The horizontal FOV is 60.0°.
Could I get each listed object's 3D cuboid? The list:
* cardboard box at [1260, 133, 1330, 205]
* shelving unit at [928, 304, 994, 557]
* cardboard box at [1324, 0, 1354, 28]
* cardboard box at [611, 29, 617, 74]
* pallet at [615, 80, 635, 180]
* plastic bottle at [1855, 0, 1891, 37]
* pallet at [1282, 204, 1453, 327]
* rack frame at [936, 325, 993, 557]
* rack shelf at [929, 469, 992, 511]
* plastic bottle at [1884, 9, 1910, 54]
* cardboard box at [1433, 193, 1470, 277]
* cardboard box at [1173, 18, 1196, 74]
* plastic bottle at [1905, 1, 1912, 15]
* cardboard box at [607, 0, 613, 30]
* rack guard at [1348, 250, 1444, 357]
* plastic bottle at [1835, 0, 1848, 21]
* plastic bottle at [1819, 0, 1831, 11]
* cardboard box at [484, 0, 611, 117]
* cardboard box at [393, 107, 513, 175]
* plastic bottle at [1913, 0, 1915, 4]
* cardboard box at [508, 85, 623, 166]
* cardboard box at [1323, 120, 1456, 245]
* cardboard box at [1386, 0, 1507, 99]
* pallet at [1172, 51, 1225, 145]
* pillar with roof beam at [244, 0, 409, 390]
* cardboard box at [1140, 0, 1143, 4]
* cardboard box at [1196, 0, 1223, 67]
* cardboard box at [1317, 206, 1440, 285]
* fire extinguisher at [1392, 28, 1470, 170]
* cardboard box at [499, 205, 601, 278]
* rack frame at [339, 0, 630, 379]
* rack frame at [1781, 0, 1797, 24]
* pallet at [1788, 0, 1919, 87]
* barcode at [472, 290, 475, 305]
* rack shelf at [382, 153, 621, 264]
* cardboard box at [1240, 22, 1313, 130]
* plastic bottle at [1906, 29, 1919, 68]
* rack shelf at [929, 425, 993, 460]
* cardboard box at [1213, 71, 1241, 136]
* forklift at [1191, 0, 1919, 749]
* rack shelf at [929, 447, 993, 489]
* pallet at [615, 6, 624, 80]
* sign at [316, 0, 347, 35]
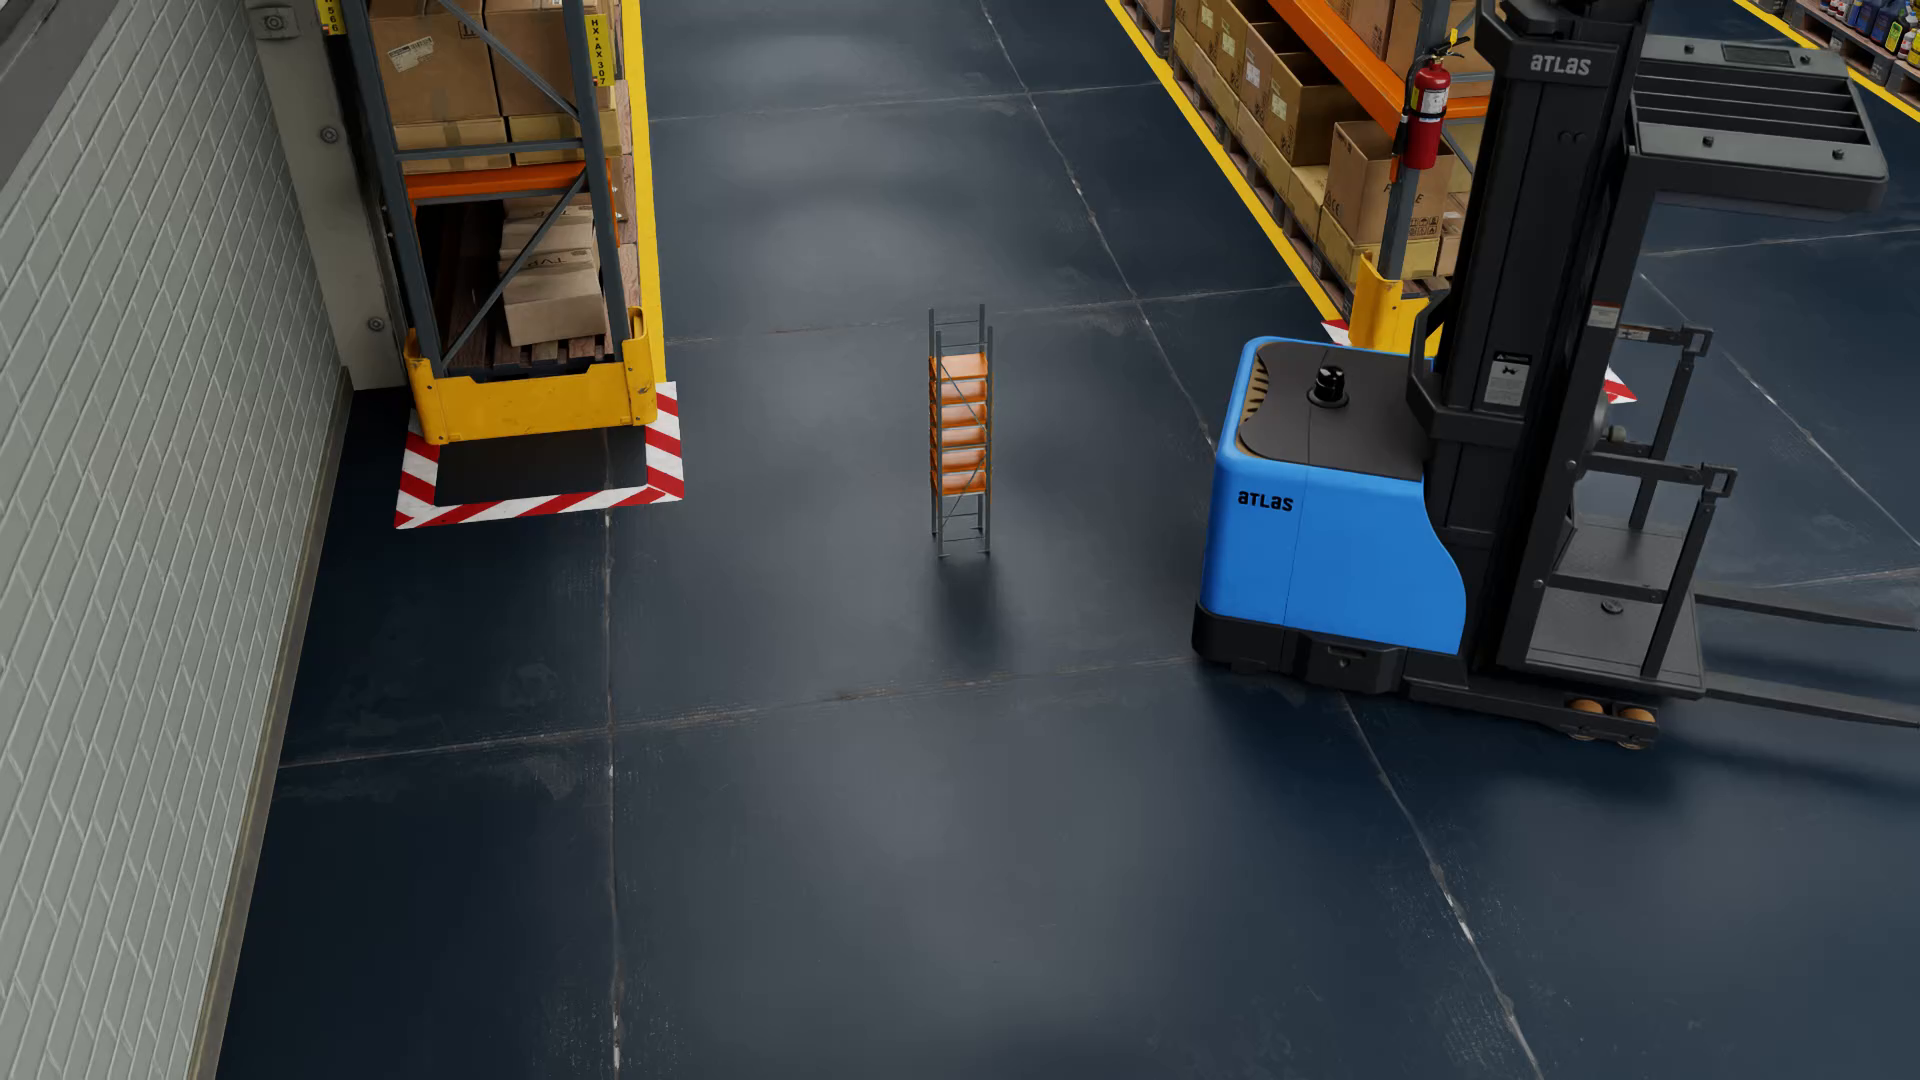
[{"bbox_3d":[2.162,-2.287,10.147,0.500,0.250,0.500,-6,38,-8],"label":"cardboard box"},{"bbox_3d":[0.003,-0.465,7.371,0.258,1.200,0.189,-6,38,-8],"label":"shelving unit"},{"bbox_3d":[2.488,-3.252,9.410,0.700,0.500,0.500,-6,38,-8],"label":"cardboard box"},{"bbox_3d":[-2.102,-2.675,8.854,0.500,0.250,0.500,-7,38,-9],"label":"cardboard box"},{"bbox_3d":[-2.689,-2.690,11.040,1.003,0.211,1.213,-6,38,-8],"label":"pallet"},{"bbox_3d":[6.645,-3.854,12.066,0.144,0.351,0.185,-5,38,-7],"label":"plastic bottle"},{"bbox_3d":[2.561,-1.668,9.725,1.003,0.211,1.213,-6,38,-8],"label":"pallet"},{"bbox_3d":[0.019,-0.410,7.300,0.240,1.200,0.006,-6,38,-8],"label":"rack frame"},{"bbox_3d":[0.003,-0.240,7.545,0.258,0.103,0.180,-6,38,-8],"label":"rack shelf"},{"bbox_3d":[6.666,-3.609,11.806,0.061,0.283,0.133,-5,38,-6],"label":"plastic bottle"},{"bbox_3d":[2.861,-1.740,9.443,0.500,0.250,0.500,-6,38,-8],"label":"cardboard box"},{"bbox_3d":[1.817,-3.495,11.703,0.500,0.250,0.500,-6,38,-8],"label":"cardboard box"},{"bbox_3d":[6.789,-3.748,11.995,0.097,0.271,0.097,0,38,0],"label":"plastic bottle"},{"bbox_3d":[-2.090,-2.955,8.603,0.500,0.500,0.500,-7,38,-9],"label":"cardboard box"},{"bbox_3d":[2.740,-1.310,9.029,1.175,0.500,0.348,-6,38,-8],"label":"rack guard"},{"bbox_3d":[6.572,-3.965,12.331,0.097,0.201,0.097,0,38,0],"label":"plastic bottle"},{"bbox_3d":[6.536,-4.115,12.467,0.097,0.271,0.097,0,38,0],"label":"plastic bottle"},{"bbox_3d":[-1.928,-2.342,7.815,0.500,0.500,0.500,-6,38,-8],"label":"cardboard box"},{"bbox_3d":[-2.413,-1.987,7.969,0.500,0.250,0.500,-6,38,-7],"label":"cardboard box"},{"bbox_3d":[7.282,-4.142,12.558,0.097,0.201,0.097,0,38,0],"label":"plastic bottle"},{"bbox_3d":[-1.913,-2.055,8.056,0.500,0.250,0.500,-7,38,-9],"label":"cardboard box"},{"bbox_3d":[2.349,-1.980,9.141,0.500,0.500,0.500,-6,38,-8],"label":"cardboard box"},{"bbox_3d":[2.667,-2.635,8.615,0.700,0.500,0.500,-6,38,-8],"label":"cardboard box"},{"bbox_3d":[2.133,-3.142,11.622,1.003,0.211,1.213,-6,38,-8],"label":"pallet"},{"bbox_3d":[1.123,-4.939,6.772,9.100,9.000,0.400,-6,38,-8],"label":"pillar with roof beam"},{"bbox_3d":[1.590,-4.333,12.781,0.500,0.250,0.500,-7,38,-9],"label":"cardboard box"},{"bbox_3d":[1.903,-3.489,11.084,0.500,0.500,0.500,-6,38,-8],"label":"cardboard box"},{"bbox_3d":[2.351,-1.684,9.372,0.500,0.250,0.500,-6,38,-8],"label":"cardboard box"},{"bbox_3d":[2.299,-2.160,8.149,0.296,0.674,0.183,-6,38,-8],"label":"fire extinguisher"},{"bbox_3d":[-2.273,-1.661,9.276,0.500,0.311,0.500,-3,38,-4],"label":"cardboard box"},{"bbox_3d":[-2.141,-1.777,7.592,1.000,3.000,0.127,-6,38,-8],"label":"rack frame"},{"bbox_3d":[6.912,-5.259,12.074,1.000,3.000,0.127,-6,38,-8],"label":"rack frame"},{"bbox_3d":[6.989,-3.747,12.401,1.003,0.211,1.213,-6,38,-8],"label":"pallet"},{"bbox_3d":[-2.570,-1.288,8.789,0.001,0.075,0.075,-6,38,-8],"label":"barcode"},{"bbox_3d":[-2.491,-2.701,9.368,1.077,0.370,4.000,-6,38,-8],"label":"rack shelf"},{"bbox_3d":[2.073,-2.885,10.306,0.500,0.500,0.500,-6,38,-8],"label":"cardboard box"},{"bbox_3d":[6.752,-3.483,11.589,0.144,0.351,0.185,-7,38,-8],"label":"plastic bottle"},{"bbox_3d":[0.003,-0.430,7.398,0.258,0.103,0.180,-6,38,-8],"label":"rack shelf"},{"bbox_3d":[1.983,-2.890,10.924,0.500,0.250,0.500,-6,38,-8],"label":"cardboard box"},{"bbox_3d":[2.557,-0.682,6.239,3.031,2.935,1.130,9,39,12],"label":"forklift"},{"bbox_3d":[0.003,-0.335,7.472,0.258,0.103,0.180,-6,38,-8],"label":"rack shelf"},{"bbox_3d":[-2.980,-3.562,12.163,1.003,0.211,1.213,-6,38,-8],"label":"pallet"},{"bbox_3d":[-2.690,-2.311,7.079,0.100,0.325,0.005,-6,38,-8],"label":"sign"}]
